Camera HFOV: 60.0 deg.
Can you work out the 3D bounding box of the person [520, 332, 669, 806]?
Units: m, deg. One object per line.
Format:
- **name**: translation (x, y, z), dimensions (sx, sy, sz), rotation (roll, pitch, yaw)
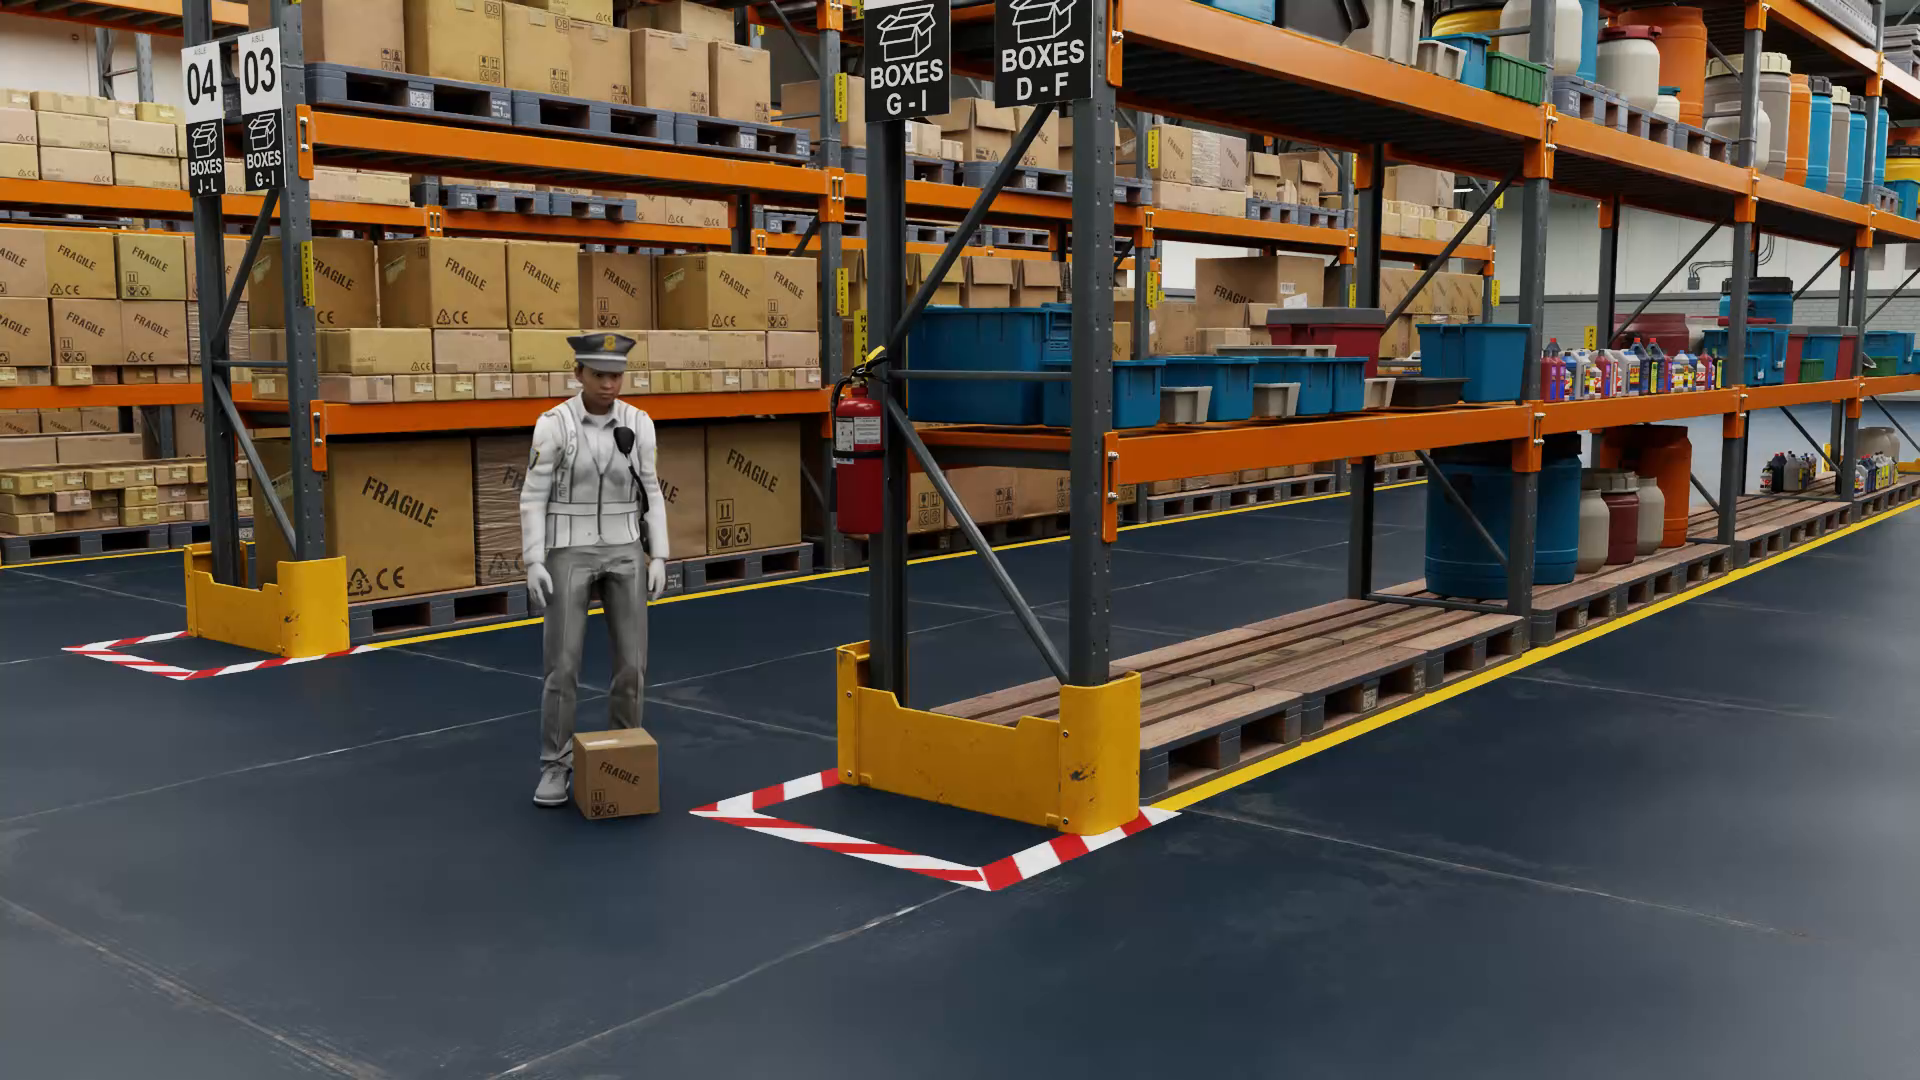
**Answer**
- **person**: translation (-1.301, 0.091, 5.970), dimensions (0.526, 1.659, 0.374), rotation (-3, 7, -23)
